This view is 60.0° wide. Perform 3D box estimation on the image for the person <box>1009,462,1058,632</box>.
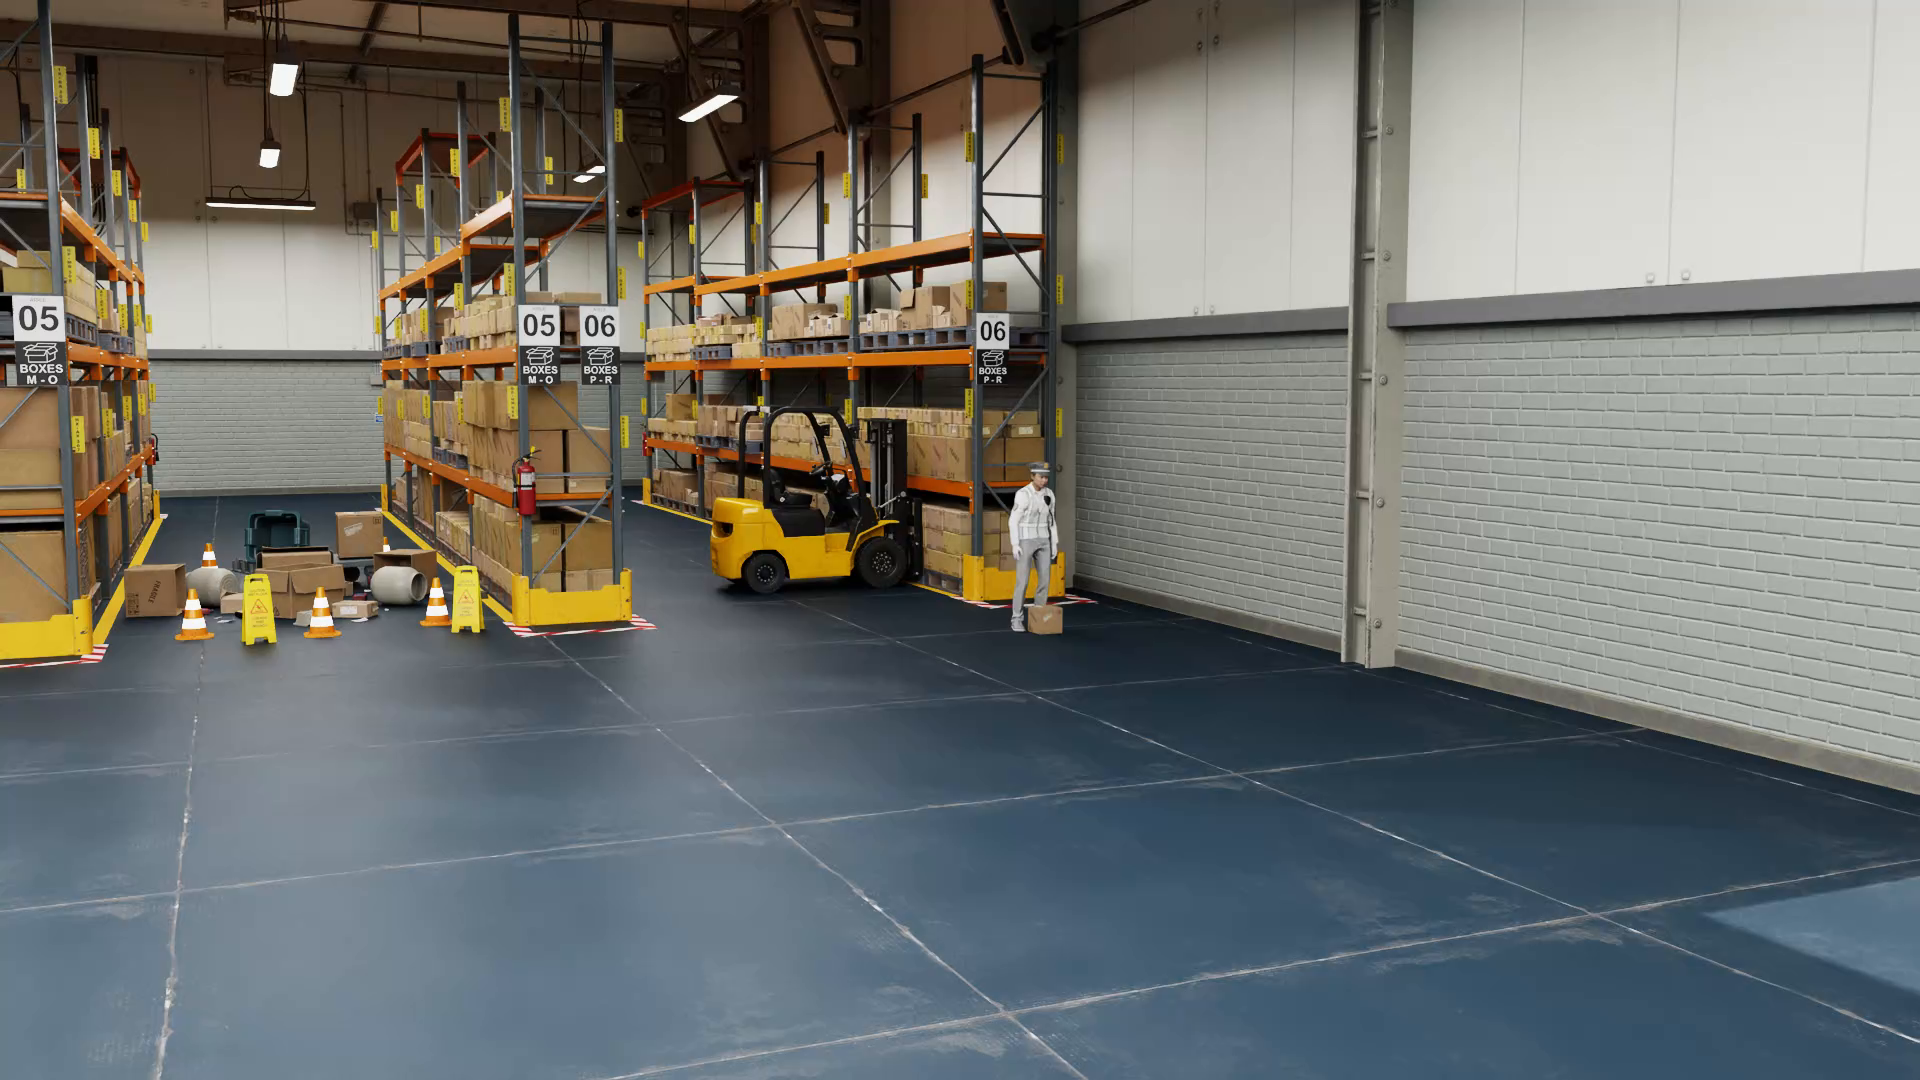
[{"bbox_3d":[0.734,0.055,16.417,0.541,1.662,0.375,-3,6,-27],"label":"person"}]
